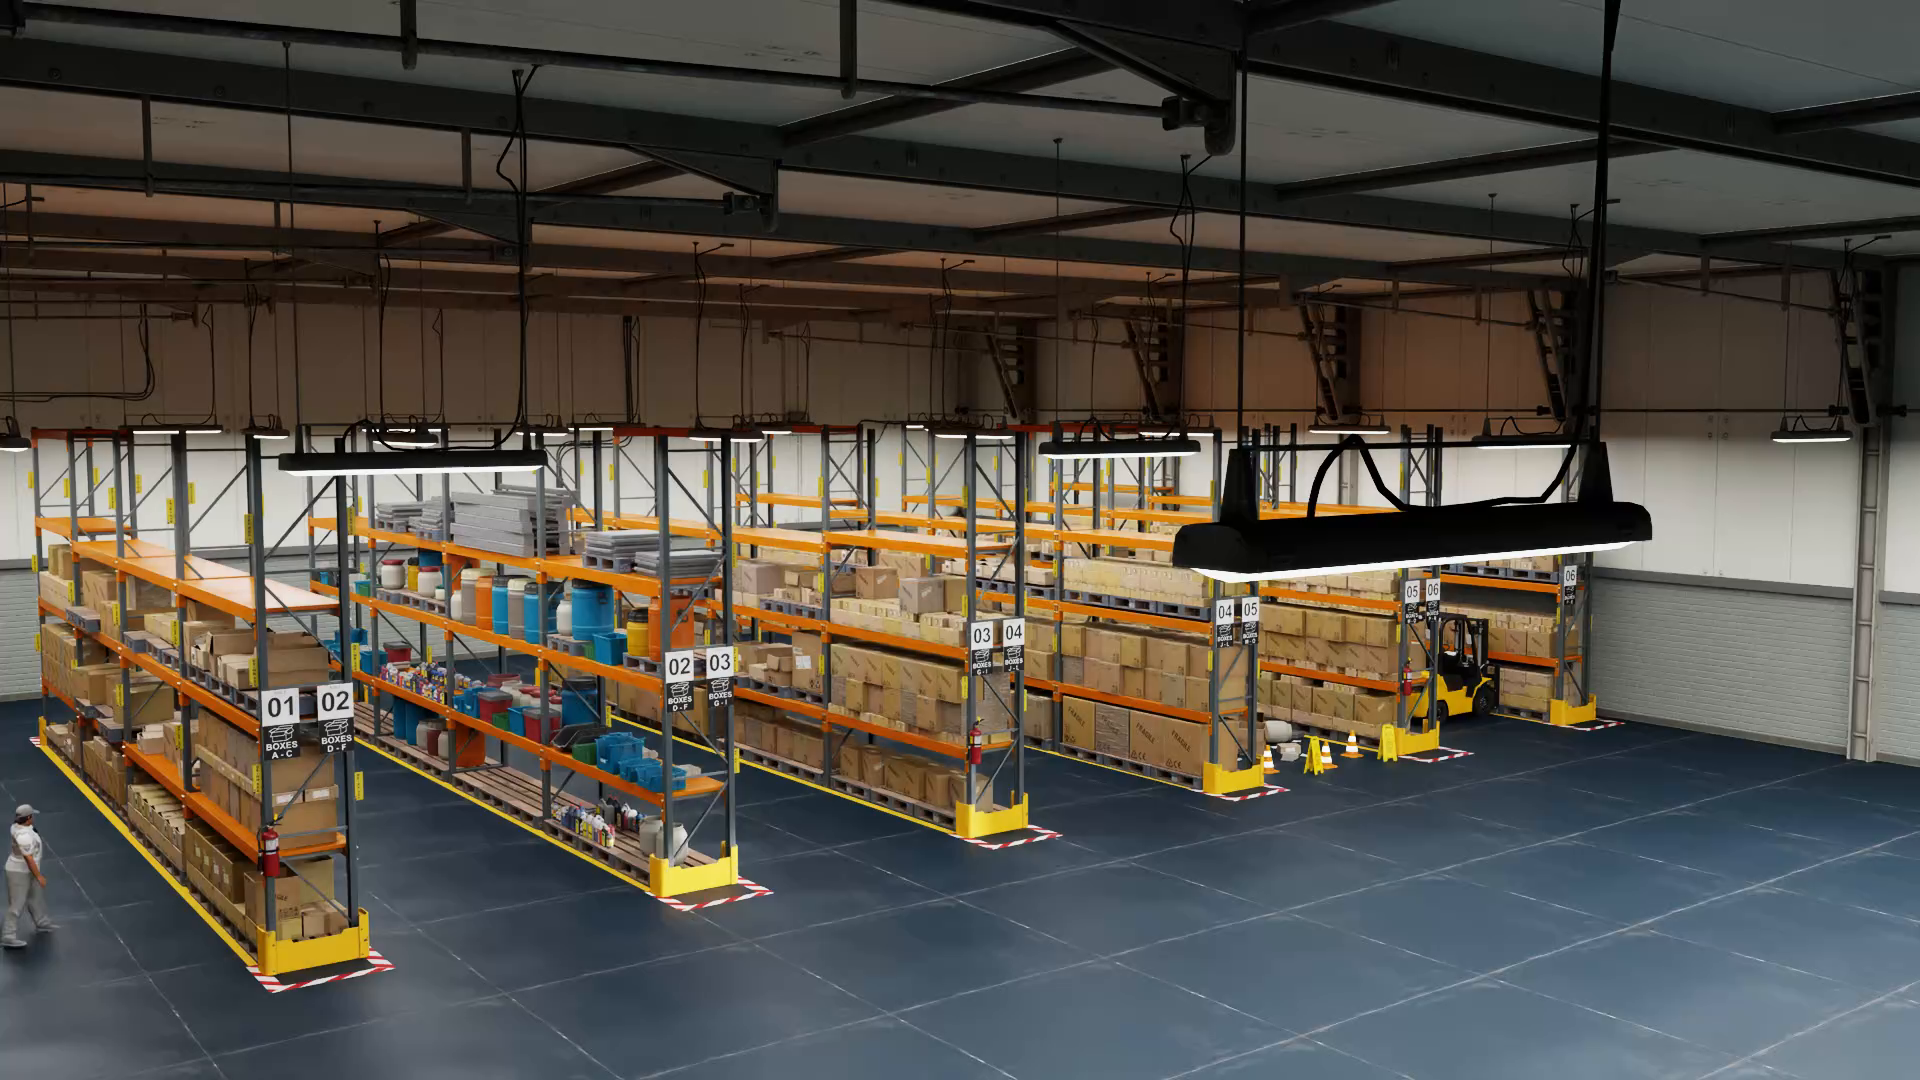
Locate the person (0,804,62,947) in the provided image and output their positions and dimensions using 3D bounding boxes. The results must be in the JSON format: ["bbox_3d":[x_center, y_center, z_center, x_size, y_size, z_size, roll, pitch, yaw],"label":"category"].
[{"bbox_3d":[-11.105,3.953,19.823,0.612,1.665,0.680,-2,5,-25],"label":"person"}]

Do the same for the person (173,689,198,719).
[{"bbox_3d":[-14.775,3.089,31.704,0.461,1.634,0.466,1,5,16],"label":"person"}]
